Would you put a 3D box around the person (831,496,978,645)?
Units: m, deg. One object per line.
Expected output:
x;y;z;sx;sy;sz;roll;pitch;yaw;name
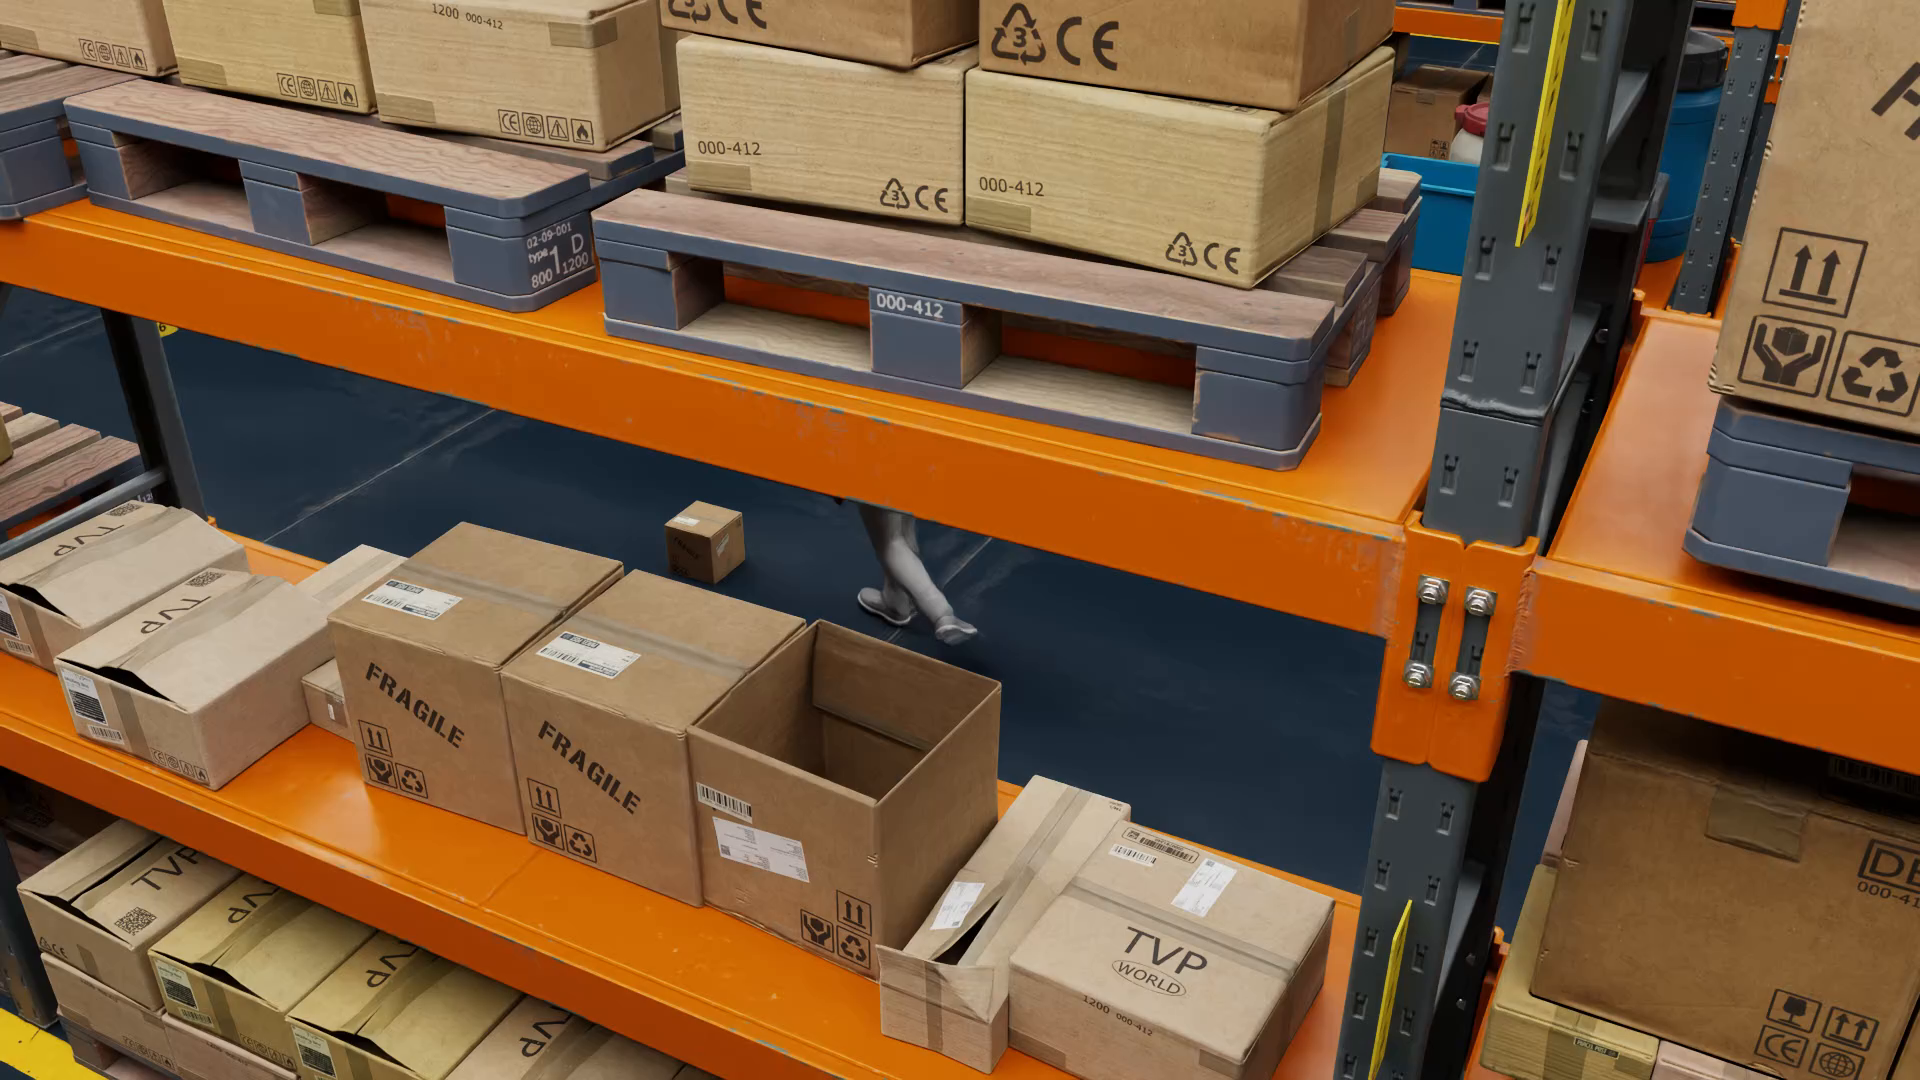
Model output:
-0.270;-0.291;6.617;0.509;1.644;0.718;-17;34;-26;person
